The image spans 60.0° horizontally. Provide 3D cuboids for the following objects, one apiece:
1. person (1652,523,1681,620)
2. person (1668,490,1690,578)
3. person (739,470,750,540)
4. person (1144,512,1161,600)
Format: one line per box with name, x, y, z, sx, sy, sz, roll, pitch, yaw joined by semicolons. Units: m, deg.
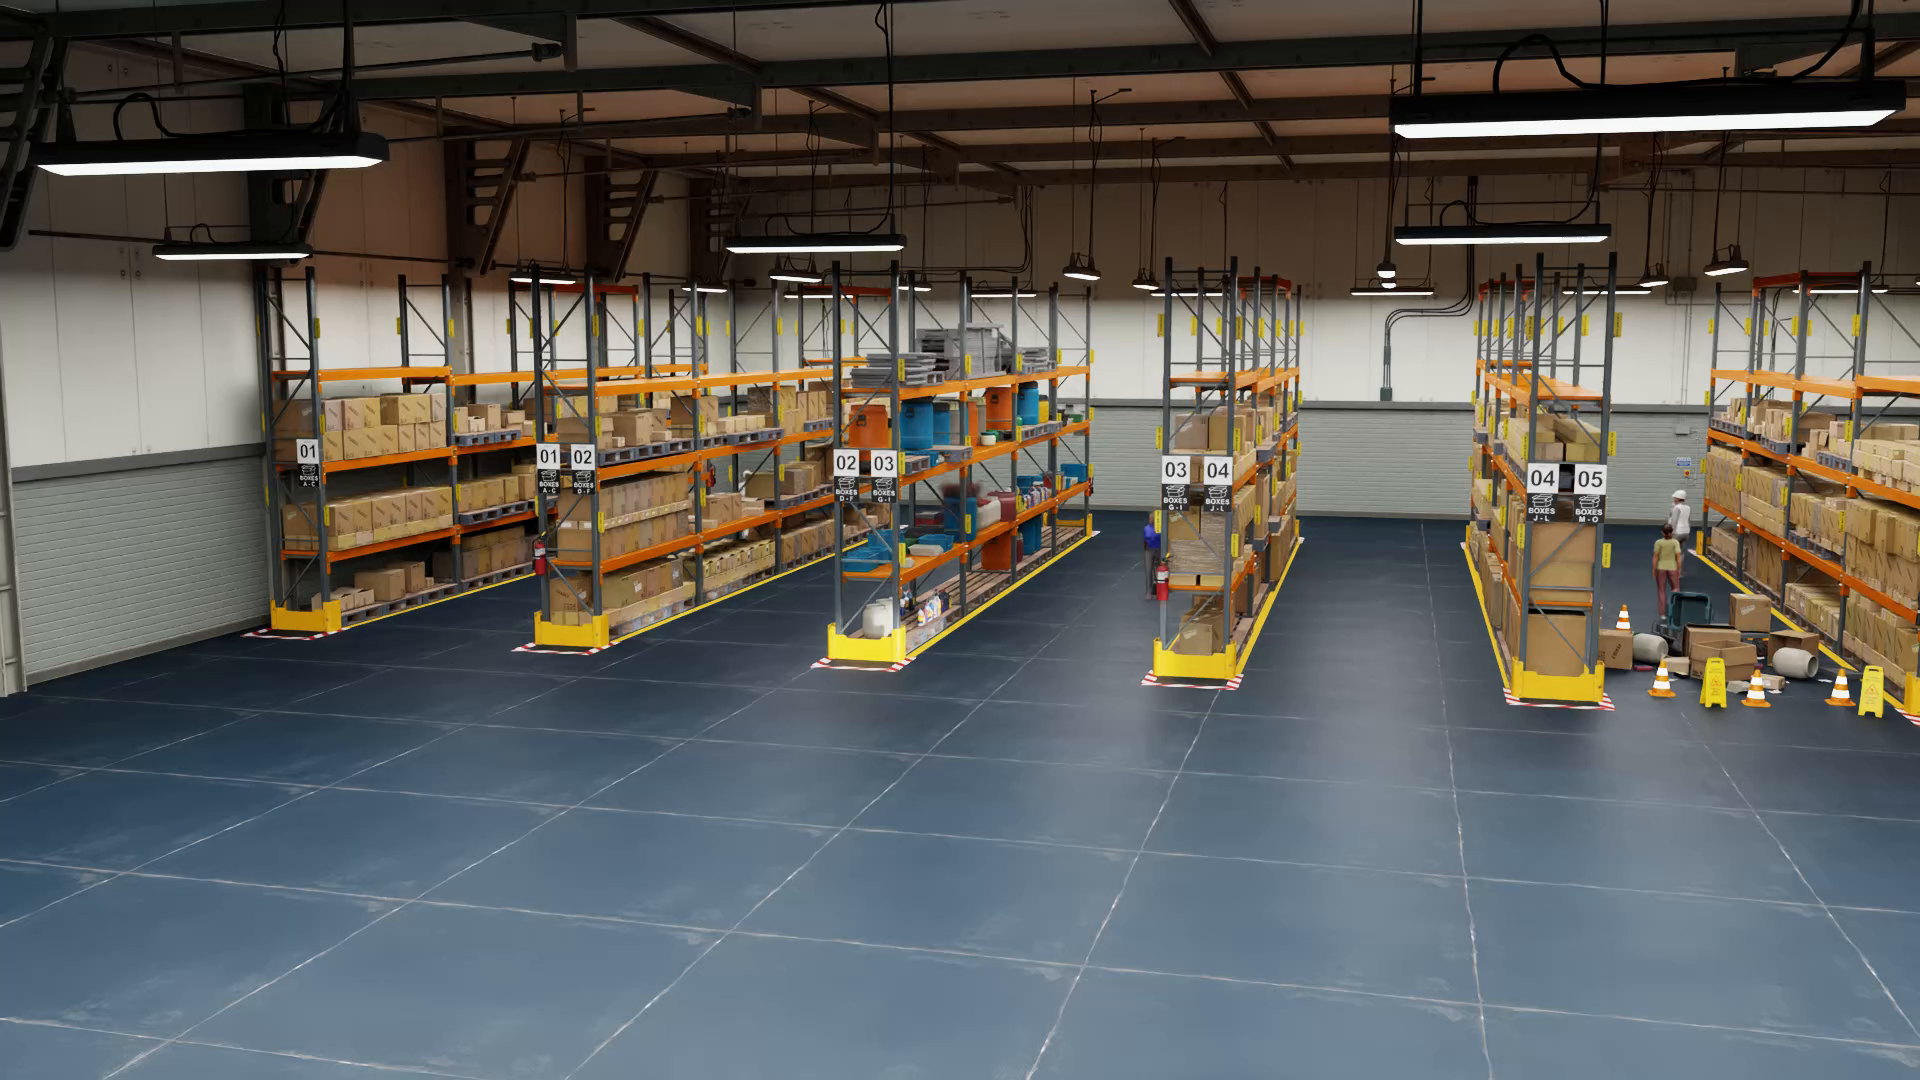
person;12.188;0.549;28.654;0.500;1.670;0.502;2;8;19
person;14.483;-0.118;33.471;0.573;1.774;0.457;-4;8;-29
person;-4.887;-0.703;38.059;0.592;1.789;0.520;6;9;38
person;3.634;0.268;30.973;0.452;1.595;1.033;2;7;12
